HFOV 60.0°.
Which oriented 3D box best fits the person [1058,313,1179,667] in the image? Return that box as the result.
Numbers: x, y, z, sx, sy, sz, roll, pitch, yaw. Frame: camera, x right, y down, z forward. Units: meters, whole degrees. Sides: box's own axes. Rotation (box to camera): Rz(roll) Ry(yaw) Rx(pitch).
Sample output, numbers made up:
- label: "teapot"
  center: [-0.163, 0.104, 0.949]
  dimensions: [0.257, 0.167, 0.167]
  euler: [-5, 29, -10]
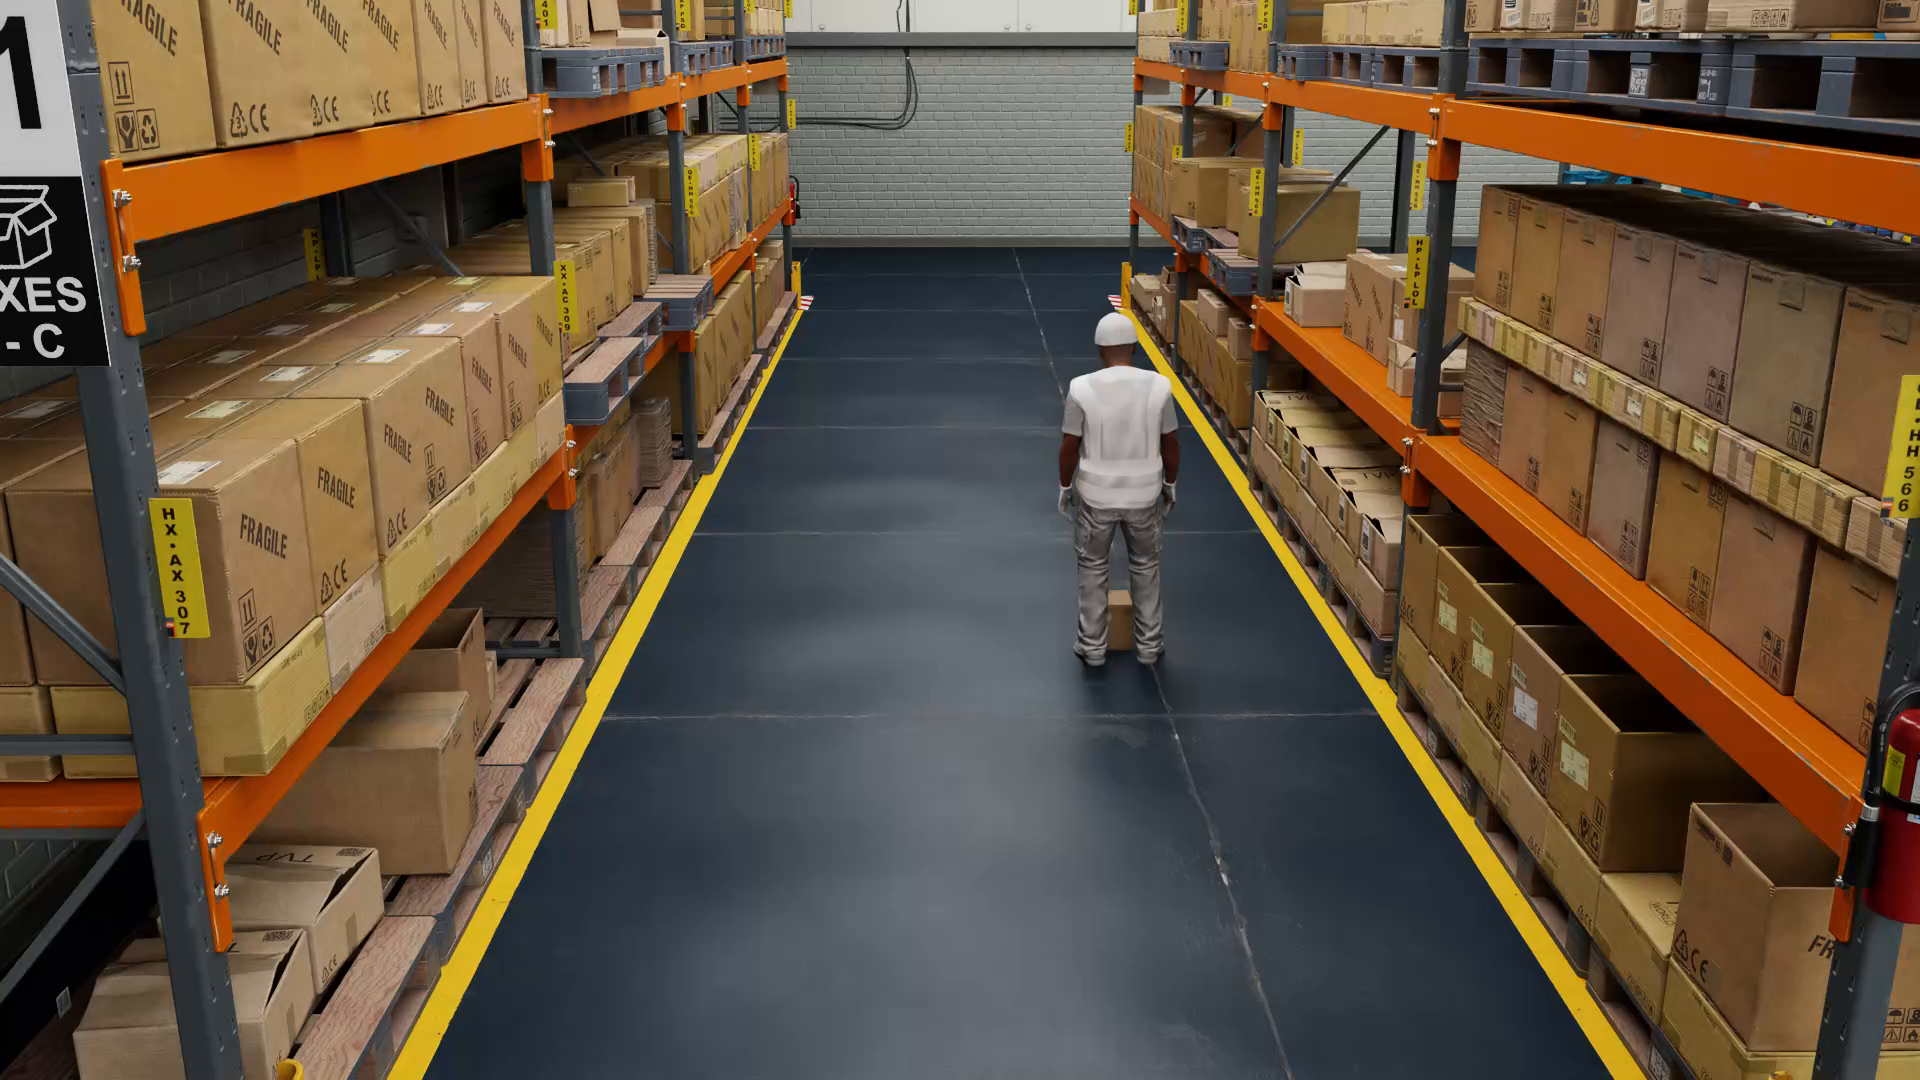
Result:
- label: "person"
  center: [0.788, -0.239, 8.311]
  dimensions: [0.604, 1.774, 0.446]
  euler: [-1, 17, -3]
